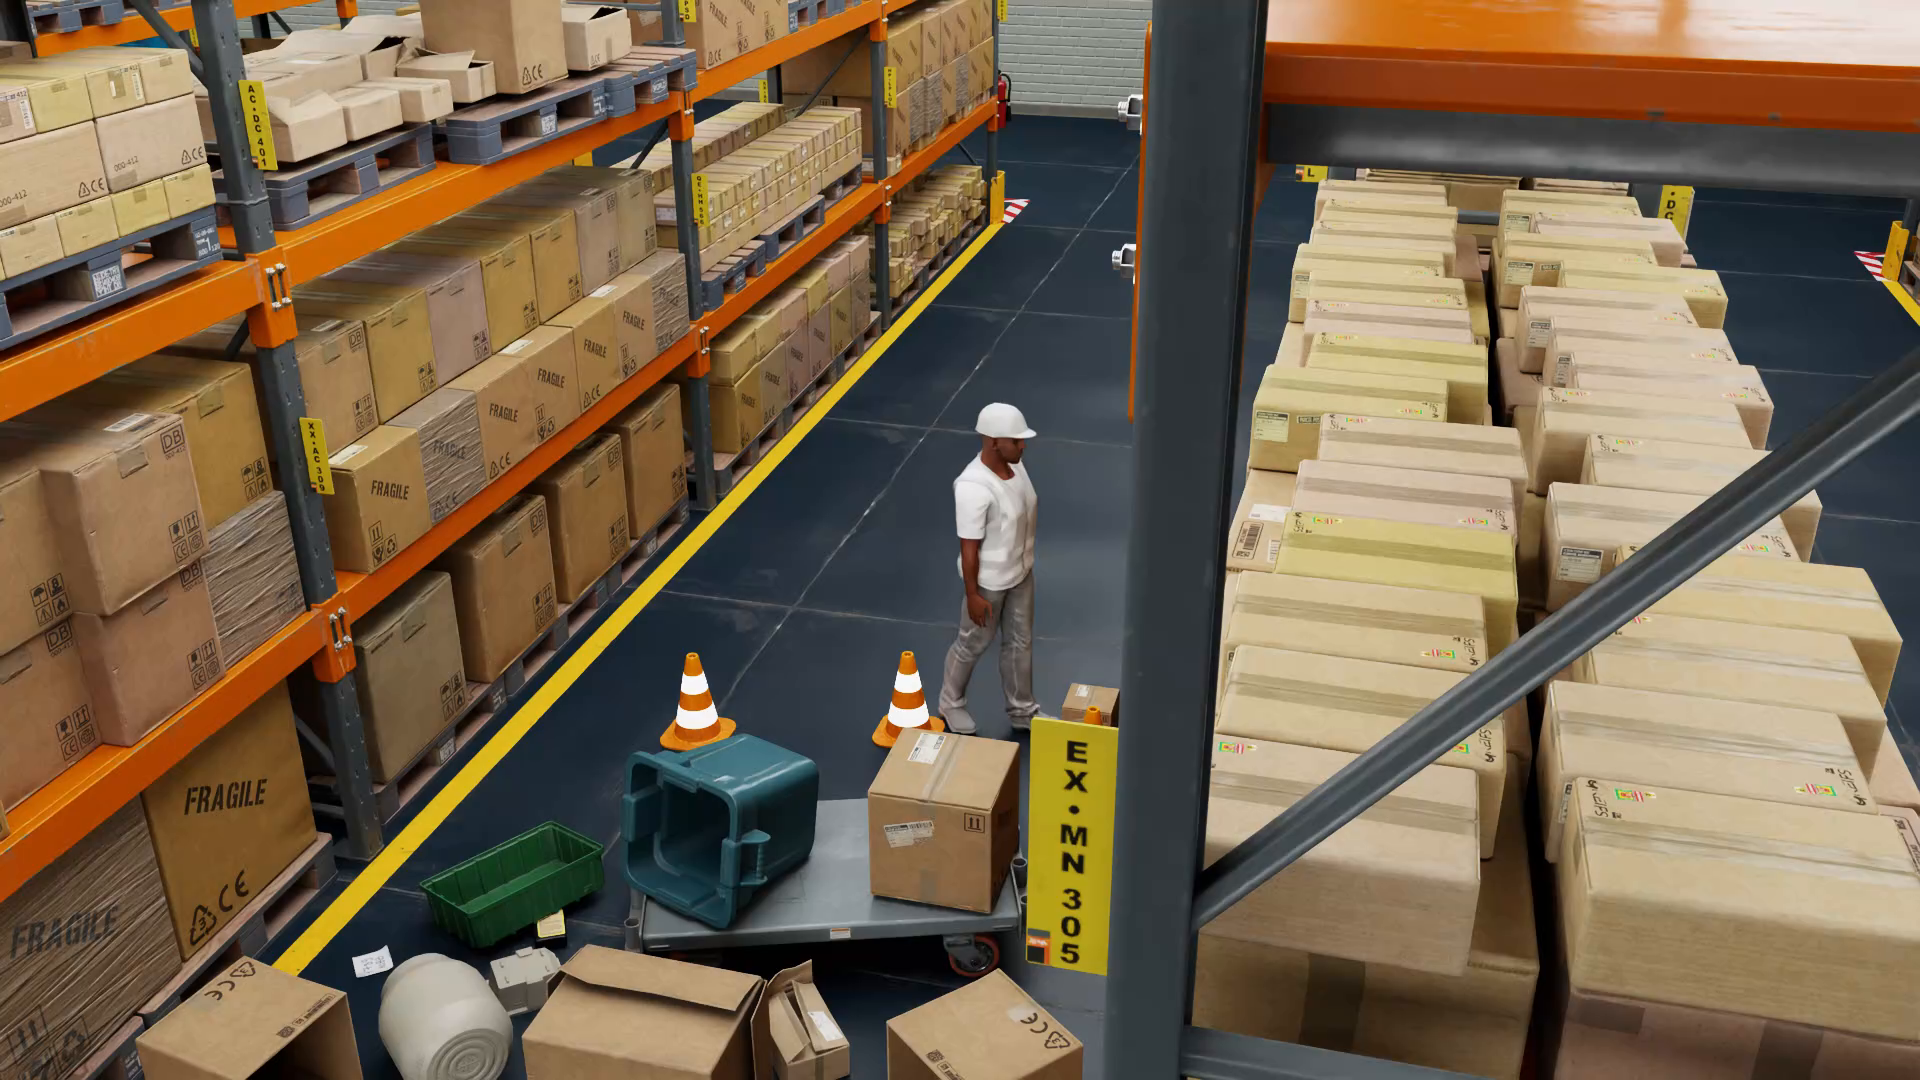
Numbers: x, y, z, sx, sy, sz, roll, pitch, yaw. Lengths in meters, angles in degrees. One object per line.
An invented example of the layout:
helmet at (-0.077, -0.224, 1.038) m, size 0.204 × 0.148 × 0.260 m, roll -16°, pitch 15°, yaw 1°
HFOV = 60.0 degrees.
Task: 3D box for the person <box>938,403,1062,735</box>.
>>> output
person at (0.203, 0.169, 8.204) m, size 0.667 × 1.770 × 0.589 m, roll 14°, pitch 29°, yaw 27°
